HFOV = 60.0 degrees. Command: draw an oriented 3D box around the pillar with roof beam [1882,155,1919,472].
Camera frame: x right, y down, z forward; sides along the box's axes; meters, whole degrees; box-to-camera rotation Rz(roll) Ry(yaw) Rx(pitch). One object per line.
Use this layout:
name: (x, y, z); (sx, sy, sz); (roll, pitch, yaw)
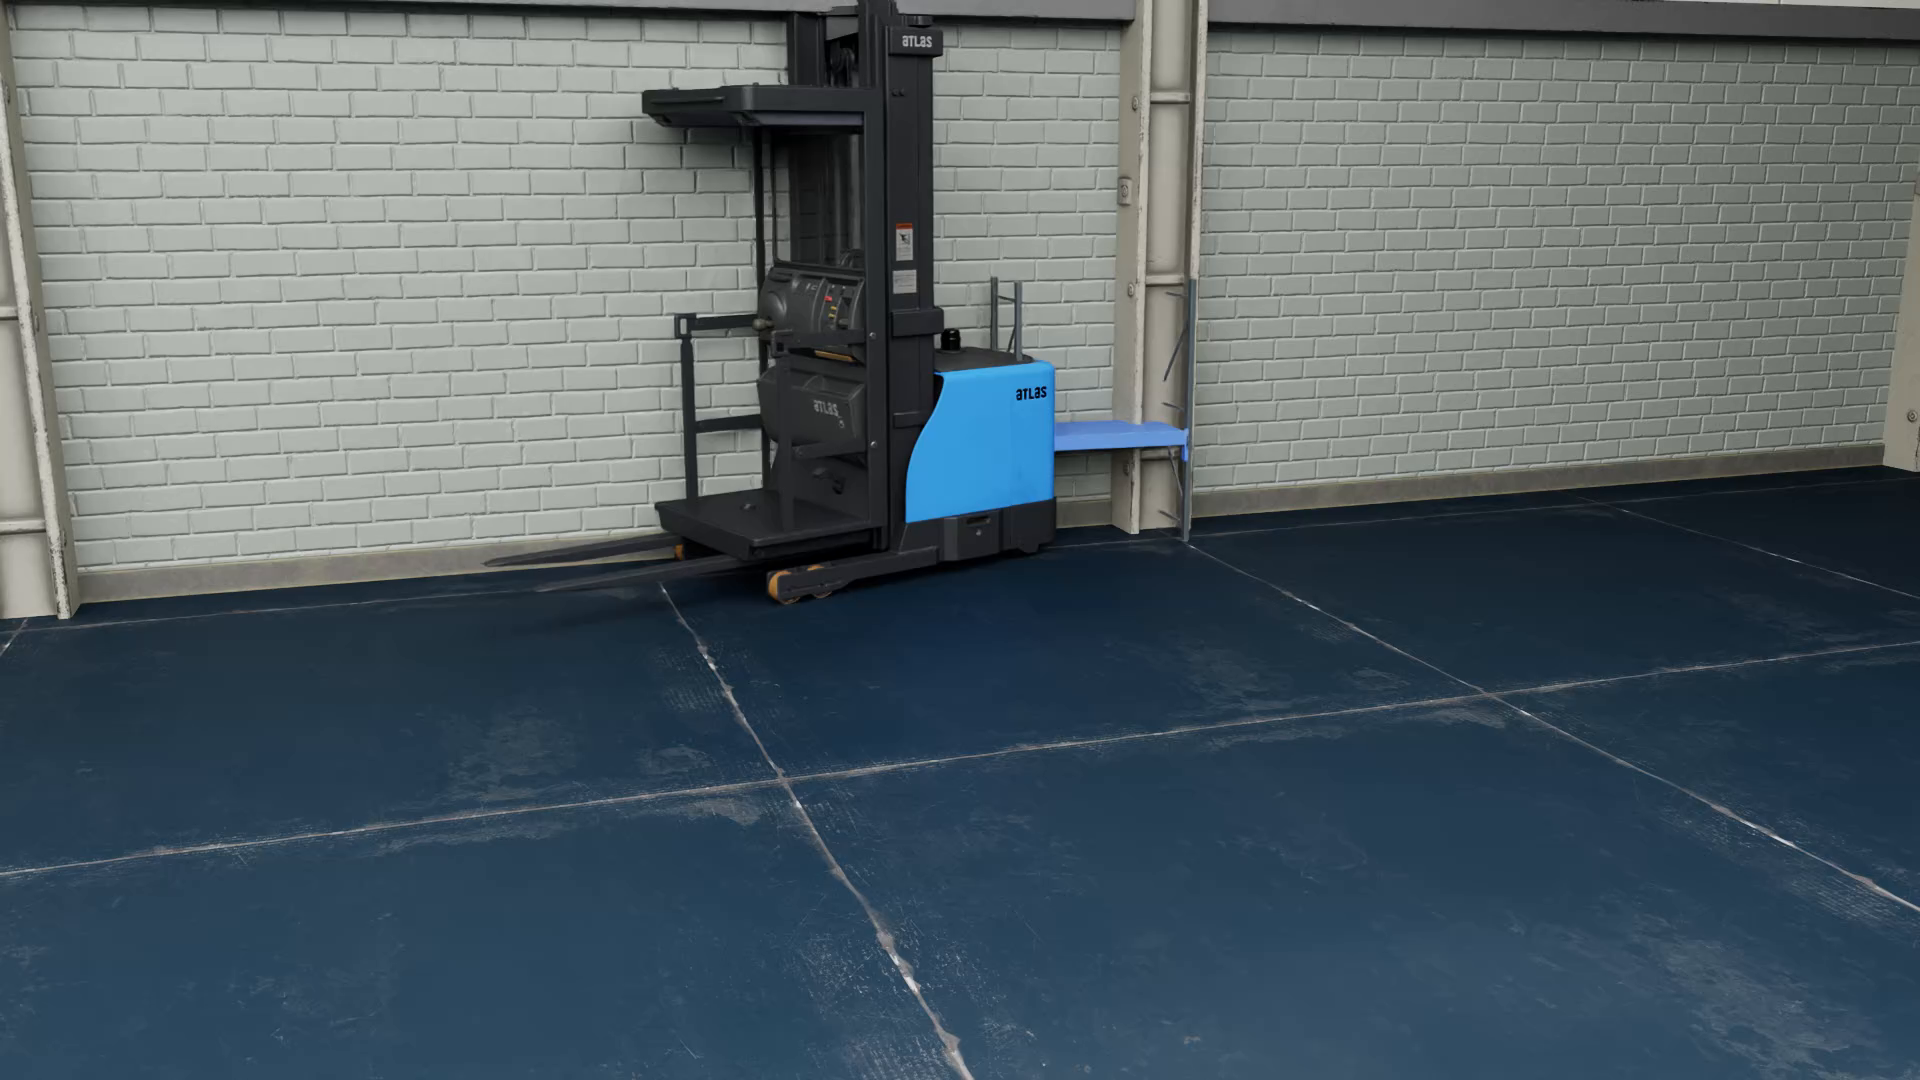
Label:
pillar with roof beam: (8.204, -3.960, 6.847); (0.400, 9.000, 9.100); (-4, 14, -18)

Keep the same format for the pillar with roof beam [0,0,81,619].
pillar with roof beam: (-3.170, -3.075, 3.123); (0.400, 9.000, 9.100); (-4, 14, -18)

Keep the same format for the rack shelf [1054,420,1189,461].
rack shelf: (0.746, -0.565, 9.546); (1.000, 0.185, 0.538); (-3, 13, -15)

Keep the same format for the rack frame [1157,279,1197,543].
rack frame: (1.235, -0.770, 9.639); (0.032, 1.500, 0.500); (-3, 13, -15)

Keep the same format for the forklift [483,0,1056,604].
forklift: (-0.944, -1.244, 8.537); (3.031, 2.935, 1.130); (-10, 17, -36)

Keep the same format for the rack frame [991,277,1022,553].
rack frame: (0.256, -0.711, 9.374); (0.032, 1.500, 0.500); (-3, 13, -15)

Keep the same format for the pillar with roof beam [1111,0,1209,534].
pillar with roof beam: (2.517, -3.518, 4.985); (0.400, 9.000, 9.100); (-4, 14, -18)

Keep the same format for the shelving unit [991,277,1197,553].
shelving unit: (0.746, -0.740, 9.507); (1.048, 1.500, 0.538); (-3, 13, -15)
